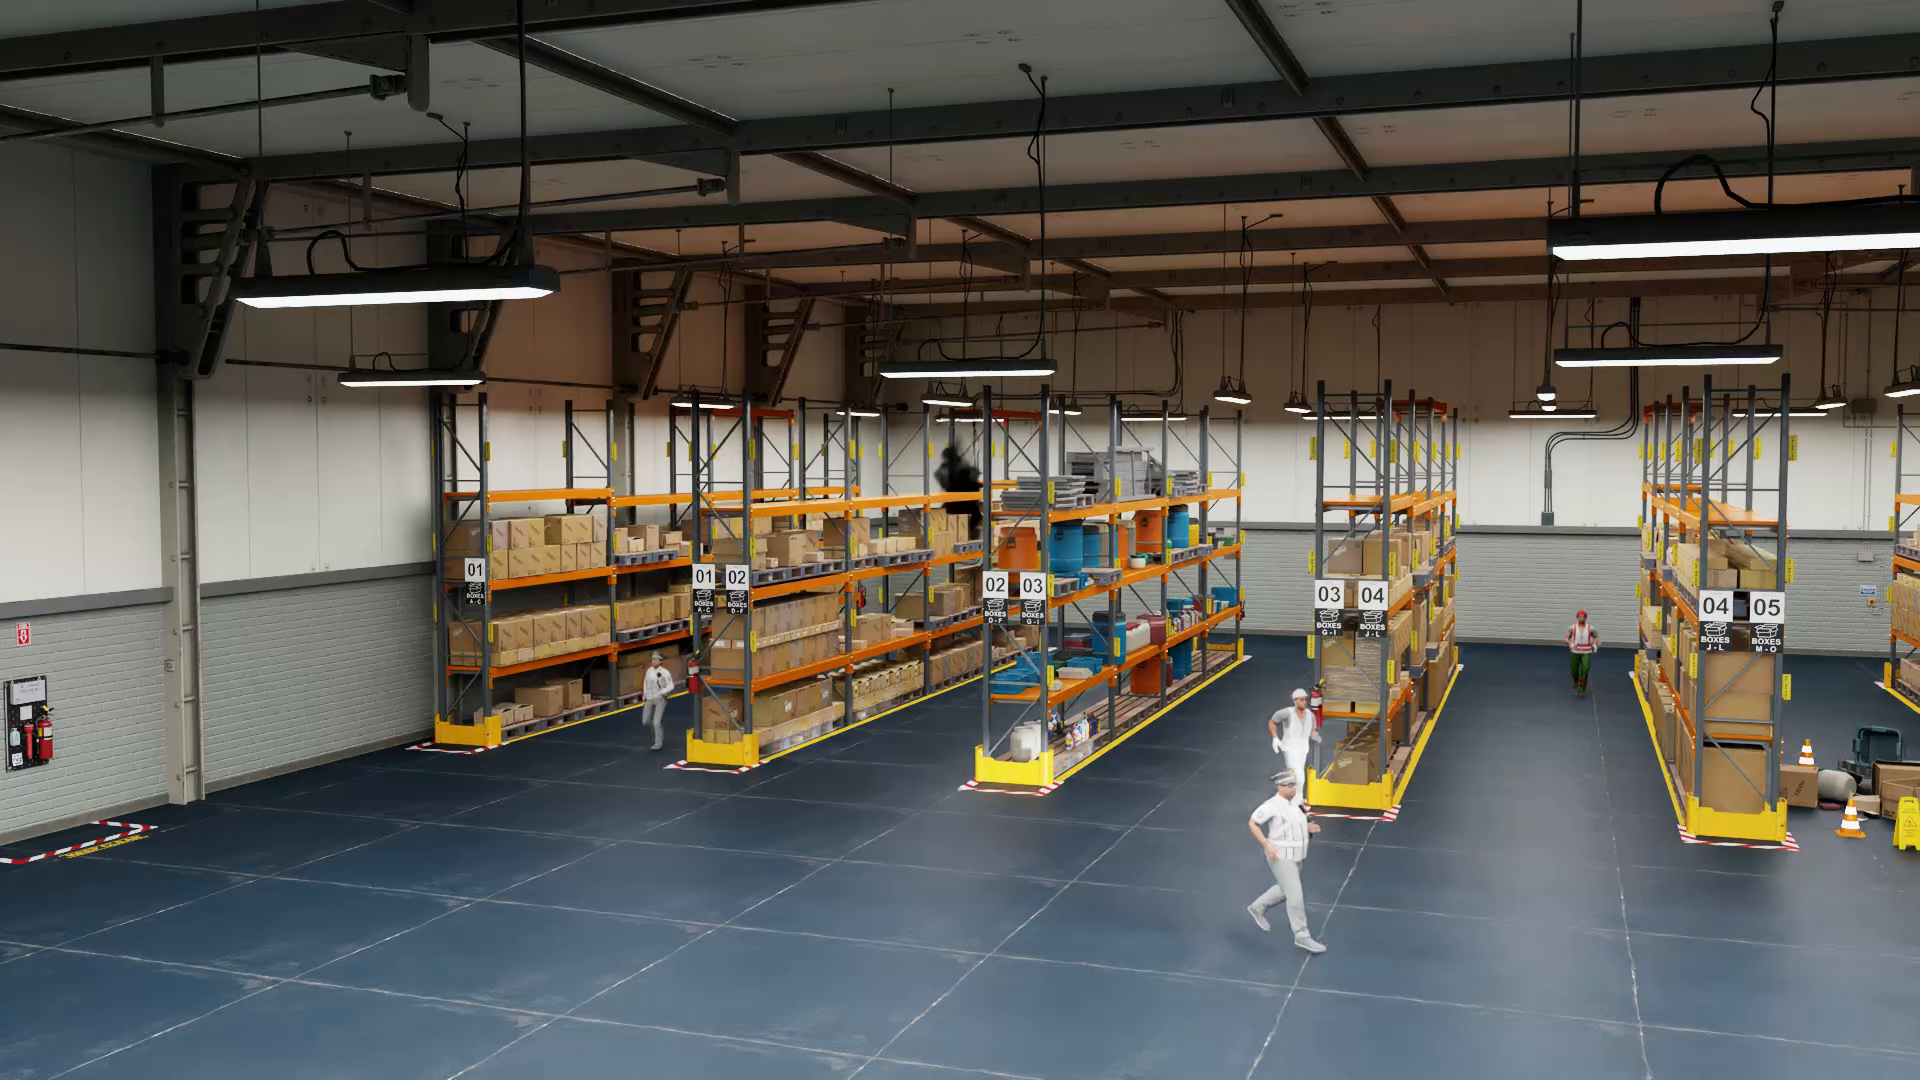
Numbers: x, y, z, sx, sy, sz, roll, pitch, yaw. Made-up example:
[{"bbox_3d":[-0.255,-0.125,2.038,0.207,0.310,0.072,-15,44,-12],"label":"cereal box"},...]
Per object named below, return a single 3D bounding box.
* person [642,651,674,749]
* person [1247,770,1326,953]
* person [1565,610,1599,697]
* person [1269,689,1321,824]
[{"bbox_3d":[-5.118,2.689,27.933,0.602,1.645,0.564,1,3,19],"label":"person"},{"bbox_3d":[3.295,3.197,16.834,0.991,1.761,0.653,3,4,41],"label":"person"},{"bbox_3d":[12.743,2.316,34.087,0.661,1.745,0.762,1,3,20],"label":"person"},{"bbox_3d":[4.545,2.912,22.605,0.582,1.824,0.921,-2,3,-29],"label":"person"}]
